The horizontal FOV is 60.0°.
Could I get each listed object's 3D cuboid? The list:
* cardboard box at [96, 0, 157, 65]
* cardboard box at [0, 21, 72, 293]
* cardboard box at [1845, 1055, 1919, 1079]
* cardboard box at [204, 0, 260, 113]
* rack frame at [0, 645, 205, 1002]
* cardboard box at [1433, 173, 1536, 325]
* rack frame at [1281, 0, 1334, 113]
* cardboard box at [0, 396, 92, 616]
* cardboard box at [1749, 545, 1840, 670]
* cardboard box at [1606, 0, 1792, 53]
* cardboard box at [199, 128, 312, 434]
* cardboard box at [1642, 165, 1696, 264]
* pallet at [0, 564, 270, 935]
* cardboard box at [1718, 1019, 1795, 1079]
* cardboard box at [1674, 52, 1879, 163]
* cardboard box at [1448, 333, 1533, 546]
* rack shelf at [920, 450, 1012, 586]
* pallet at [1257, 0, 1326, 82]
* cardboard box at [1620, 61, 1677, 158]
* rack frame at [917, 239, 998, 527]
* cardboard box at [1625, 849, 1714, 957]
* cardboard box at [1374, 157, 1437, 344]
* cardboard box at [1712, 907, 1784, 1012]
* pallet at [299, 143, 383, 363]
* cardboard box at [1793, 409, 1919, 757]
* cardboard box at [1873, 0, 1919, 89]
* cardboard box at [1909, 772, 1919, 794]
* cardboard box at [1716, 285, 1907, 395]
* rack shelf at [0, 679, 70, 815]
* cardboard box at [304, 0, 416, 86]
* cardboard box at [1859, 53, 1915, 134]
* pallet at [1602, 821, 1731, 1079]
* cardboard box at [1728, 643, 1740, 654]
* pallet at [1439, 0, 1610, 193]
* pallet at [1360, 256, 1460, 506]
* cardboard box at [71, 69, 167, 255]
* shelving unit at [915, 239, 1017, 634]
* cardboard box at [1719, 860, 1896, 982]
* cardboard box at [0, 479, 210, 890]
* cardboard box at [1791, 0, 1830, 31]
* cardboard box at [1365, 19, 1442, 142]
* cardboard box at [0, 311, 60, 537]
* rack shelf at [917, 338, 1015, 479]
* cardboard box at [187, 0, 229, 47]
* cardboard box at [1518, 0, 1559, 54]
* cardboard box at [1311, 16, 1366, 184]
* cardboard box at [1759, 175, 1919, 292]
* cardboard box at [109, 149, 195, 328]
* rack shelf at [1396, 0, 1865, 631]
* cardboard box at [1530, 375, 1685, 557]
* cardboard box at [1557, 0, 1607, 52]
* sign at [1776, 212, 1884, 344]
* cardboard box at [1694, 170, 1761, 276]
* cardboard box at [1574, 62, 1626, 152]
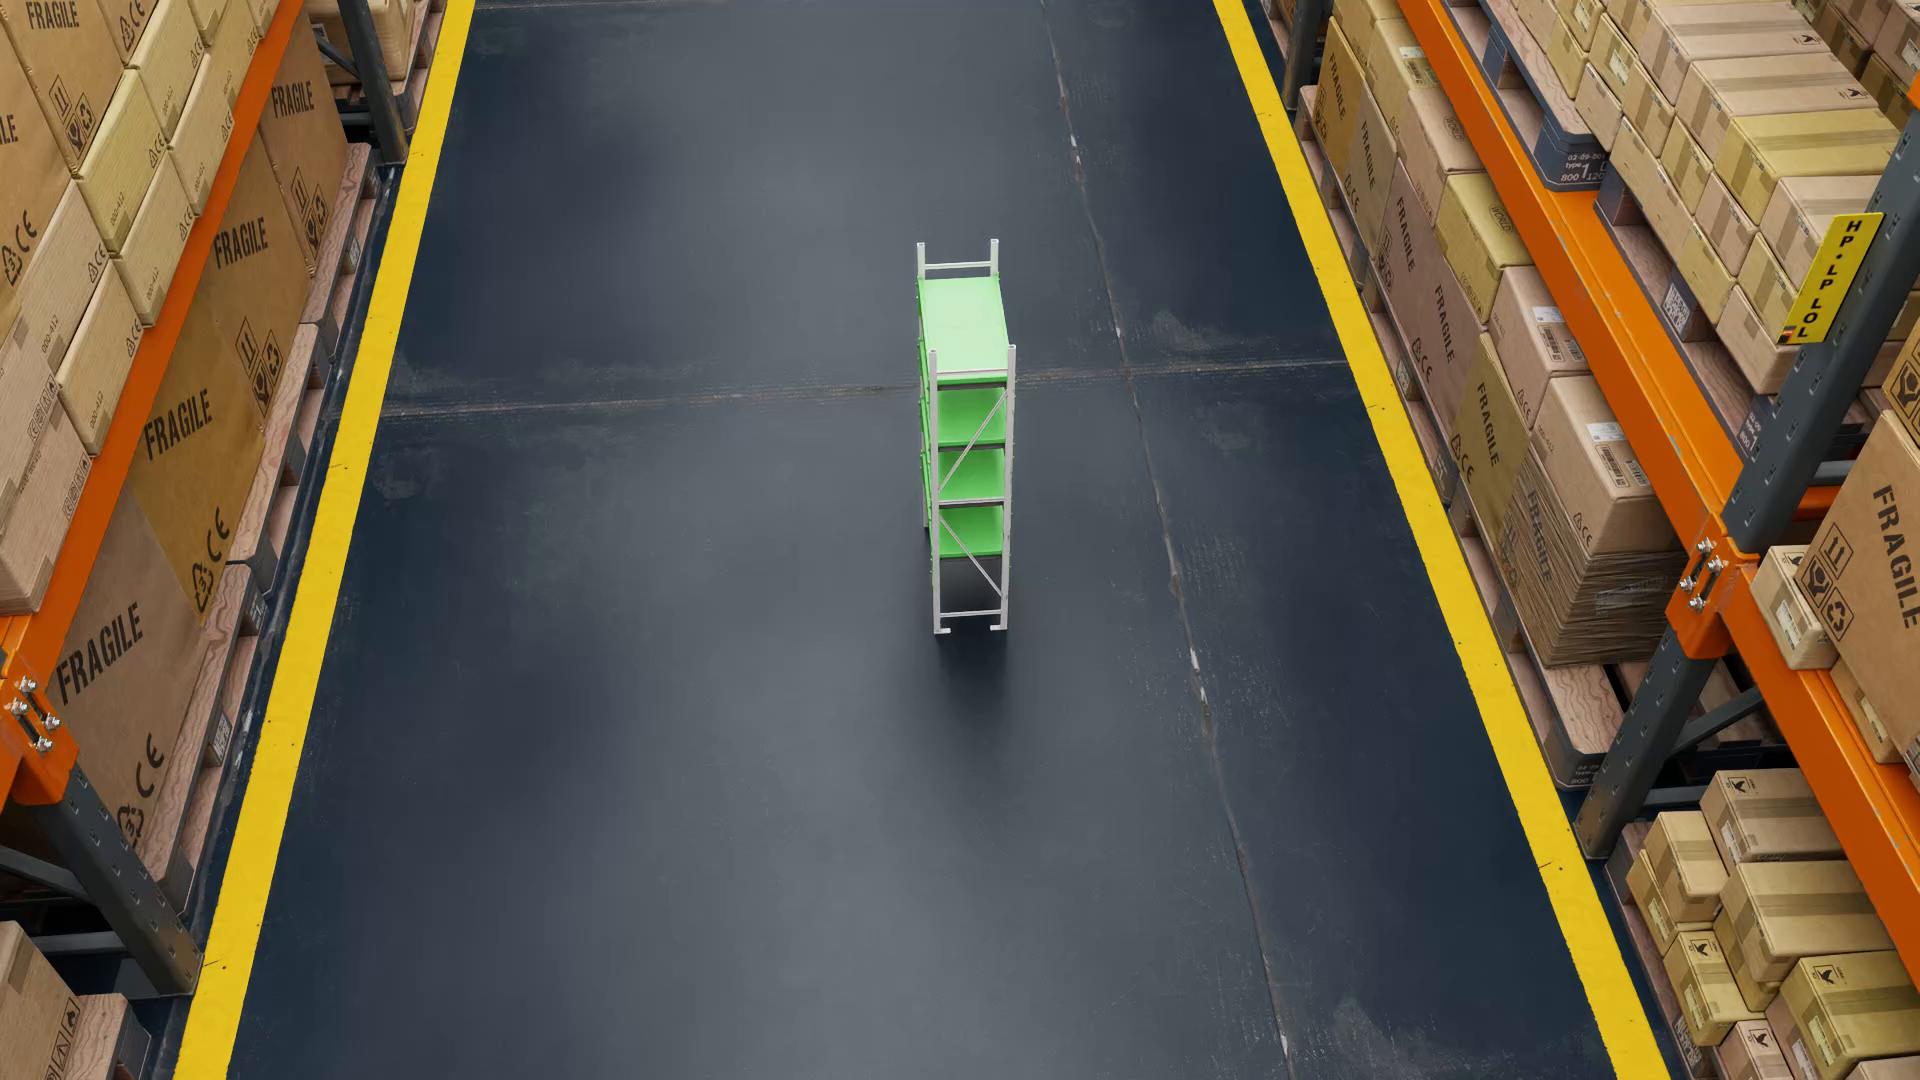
[{"bbox_3d":[-2.513,-1.610,4.451,0.500,0.500,0.500,-4,47,-4],"label":"cardboard box"},{"bbox_3d":[-2.424,-0.873,3.753,0.500,0.500,0.500,-4,47,-4],"label":"cardboard box"},{"bbox_3d":[2.222,1.297,3.720,0.380,0.149,0.250,-5,47,-4],"label":"cardboard box"},{"bbox_3d":[-2.552,-1.551,5.256,0.500,0.250,0.500,-4,47,-4],"label":"cardboard box"},{"bbox_3d":[-2.603,0.207,3.488,1.000,3.000,0.127,-3,47,-3],"label":"rack frame"},{"bbox_3d":[1.919,-0.987,5.535,0.500,0.250,0.500,-5,47,-5],"label":"cardboard box"},{"bbox_3d":[1.986,-3.061,6.583,1.000,3.000,0.127,-3,47,-3],"label":"rack frame"},{"bbox_3d":[-2.377,-0.075,3.859,0.500,0.250,0.500,-4,47,-4],"label":"cardboard box"},{"bbox_3d":[2.019,0.145,3.720,0.380,0.149,0.250,-2,47,-2],"label":"cardboard box"},{"bbox_3d":[2.011,-1.457,4.538,0.380,0.149,0.250,-5,47,-5],"label":"cardboard box"},{"bbox_3d":[-2.892,-0.950,5.758,0.875,0.875,0.875,-3,47,-3],"label":"cardboard box"},{"bbox_3d":[2.049,-0.868,4.390,0.380,0.149,0.250,-4,47,-3],"label":"cardboard box"},{"bbox_3d":[-2.743,0.613,5.024,1.003,0.211,1.213,-3,47,-3],"label":"pallet"},{"bbox_3d":[2.126,1.322,4.107,0.380,0.149,0.250,-4,47,-3],"label":"cardboard box"},{"bbox_3d":[2.050,-1.089,4.190,0.380,0.149,0.250,-5,47,-5],"label":"cardboard box"},{"bbox_3d":[1.966,-0.343,5.441,0.500,0.500,0.500,-4,47,-4],"label":"cardboard box"},{"bbox_3d":[0.014,-0.084,5.422,0.258,0.148,0.480,-3,47,-3],"label":"rack shelf"},{"bbox_3d":[1.995,-2.677,8.140,1.003,0.211,1.213,-3,47,-3],"label":"pallet"},{"bbox_3d":[2.023,-1.171,4.472,0.380,0.149,0.250,-5,47,-5],"label":"cardboard box"},{"bbox_3d":[-0.007,-0.469,5.368,0.240,1.200,0.015,-3,47,-3],"label":"rack frame"},{"bbox_3d":[2.032,0.952,4.456,0.380,0.149,0.250,-5,47,-5],"label":"cardboard box"},{"bbox_3d":[1.885,-1.084,6.143,0.500,0.500,0.500,-5,47,-4],"label":"cardboard box"},{"bbox_3d":[2.143,1.026,4.181,0.380,0.149,0.250,-3,47,-3],"label":"cardboard box"},{"bbox_3d":[-2.947,-1.153,6.696,1.003,0.211,1.213,-3,47,-3],"label":"pallet"},{"bbox_3d":[2.112,0.070,3.344,0.500,0.500,0.500,-4,47,-4],"label":"cardboard box"},{"bbox_3d":[2.680,-1.310,4.399,0.380,0.149,0.250,-4,47,-4],"label":"cardboard box"},{"bbox_3d":[2.189,0.517,3.368,0.380,0.149,0.250,-5,47,-5],"label":"cardboard box"},{"bbox_3d":[2.091,-0.500,4.041,0.380,0.149,0.250,-4,47,-4],"label":"cardboard box"},{"bbox_3d":[-2.436,1.902,2.378,1.077,0.370,4.000,-3,47,-3],"label":"rack shelf"},{"bbox_3d":[-2.975,-2.337,7.418,0.950,0.372,0.625,-6,47,-6],"label":"cardboard box"},{"bbox_3d":[2.678,-1.202,4.501,0.380,0.149,0.250,-5,47,-5],"label":"cardboard box"},{"bbox_3d":[2.413,1.276,4.396,1.003,0.211,1.213,-3,47,-3],"label":"pallet"},{"bbox_3d":[2.524,-0.002,5.119,0.500,0.500,0.500,-2,47,-2],"label":"cardboard box"},{"bbox_3d":[2.193,-1.565,5.298,1.003,0.211,1.213,-3,47,-3],"label":"pallet"},{"bbox_3d":[2.149,-0.656,6.226,1.003,0.211,1.213,-3,47,-3],"label":"pallet"},{"bbox_3d":[-2.446,-0.991,4.381,0.500,0.250,0.500,-3,47,-3],"label":"cardboard box"},{"bbox_3d":[0.014,-0.293,5.201,0.258,1.200,0.503,-3,47,-3],"label":"shelving unit"},{"bbox_3d":[2.108,0.929,4.068,0.380,0.149,0.250,-1,47,-1],"label":"cardboard box"},{"bbox_3d":[-2.735,0.350,4.527,0.875,0.875,0.875,-2,47,-2],"label":"cardboard box"},{"bbox_3d":[2.632,-1.589,4.868,0.380,0.149,0.250,-4,47,-4],"label":"cardboard box"},{"bbox_3d":[1.845,-1.723,6.232,0.500,0.250,0.500,-4,47,-4],"label":"cardboard box"},{"bbox_3d":[-2.359,-0.248,3.678,0.500,0.250,0.500,-5,47,-4],"label":"cardboard box"},{"bbox_3d":[0.014,-0.414,5.073,0.258,0.148,0.480,-3,47,-3],"label":"rack shelf"},{"bbox_3d":[-2.534,-1.732,5.083,0.500,0.250,0.500,-5,47,-4],"label":"cardboard box"},{"bbox_3d":[1.956,-1.635,5.116,0.380,0.149,0.250,-5,47,-5],"label":"cardboard box"},{"bbox_3d":[1.791,-1.818,6.838,0.500,0.500,0.500,-5,47,-5],"label":"cardboard box"},{"bbox_3d":[2.093,-0.708,3.828,0.380,0.149,0.250,-2,47,-1],"label":"cardboard box"},{"bbox_3d":[-2.449,-0.821,4.565,0.500,0.250,0.500,-4,47,-4],"label":"cardboard box"},{"bbox_3d":[2.154,-1.366,5.473,1.077,0.370,4.000,-3,47,-3],"label":"rack shelf"},{"bbox_3d":[2.007,-0.233,4.820,0.500,0.250,0.500,-5,47,-4],"label":"cardboard box"},{"bbox_3d":[1.977,-1.556,4.837,0.380,0.149,0.250,-3,47,-3],"label":"cardboard box"},{"bbox_3d":[1.768,-0.528,3.387,0.100,0.325,0.005,-3,47,-3],"label":"sign"},{"bbox_3d":[2.068,-0.793,4.114,0.380,0.149,0.250,-3,47,-3],"label":"cardboard box"},{"bbox_3d":[2.000,-1.251,4.752,0.380,0.149,0.250,-5,47,-5],"label":"cardboard box"}]
